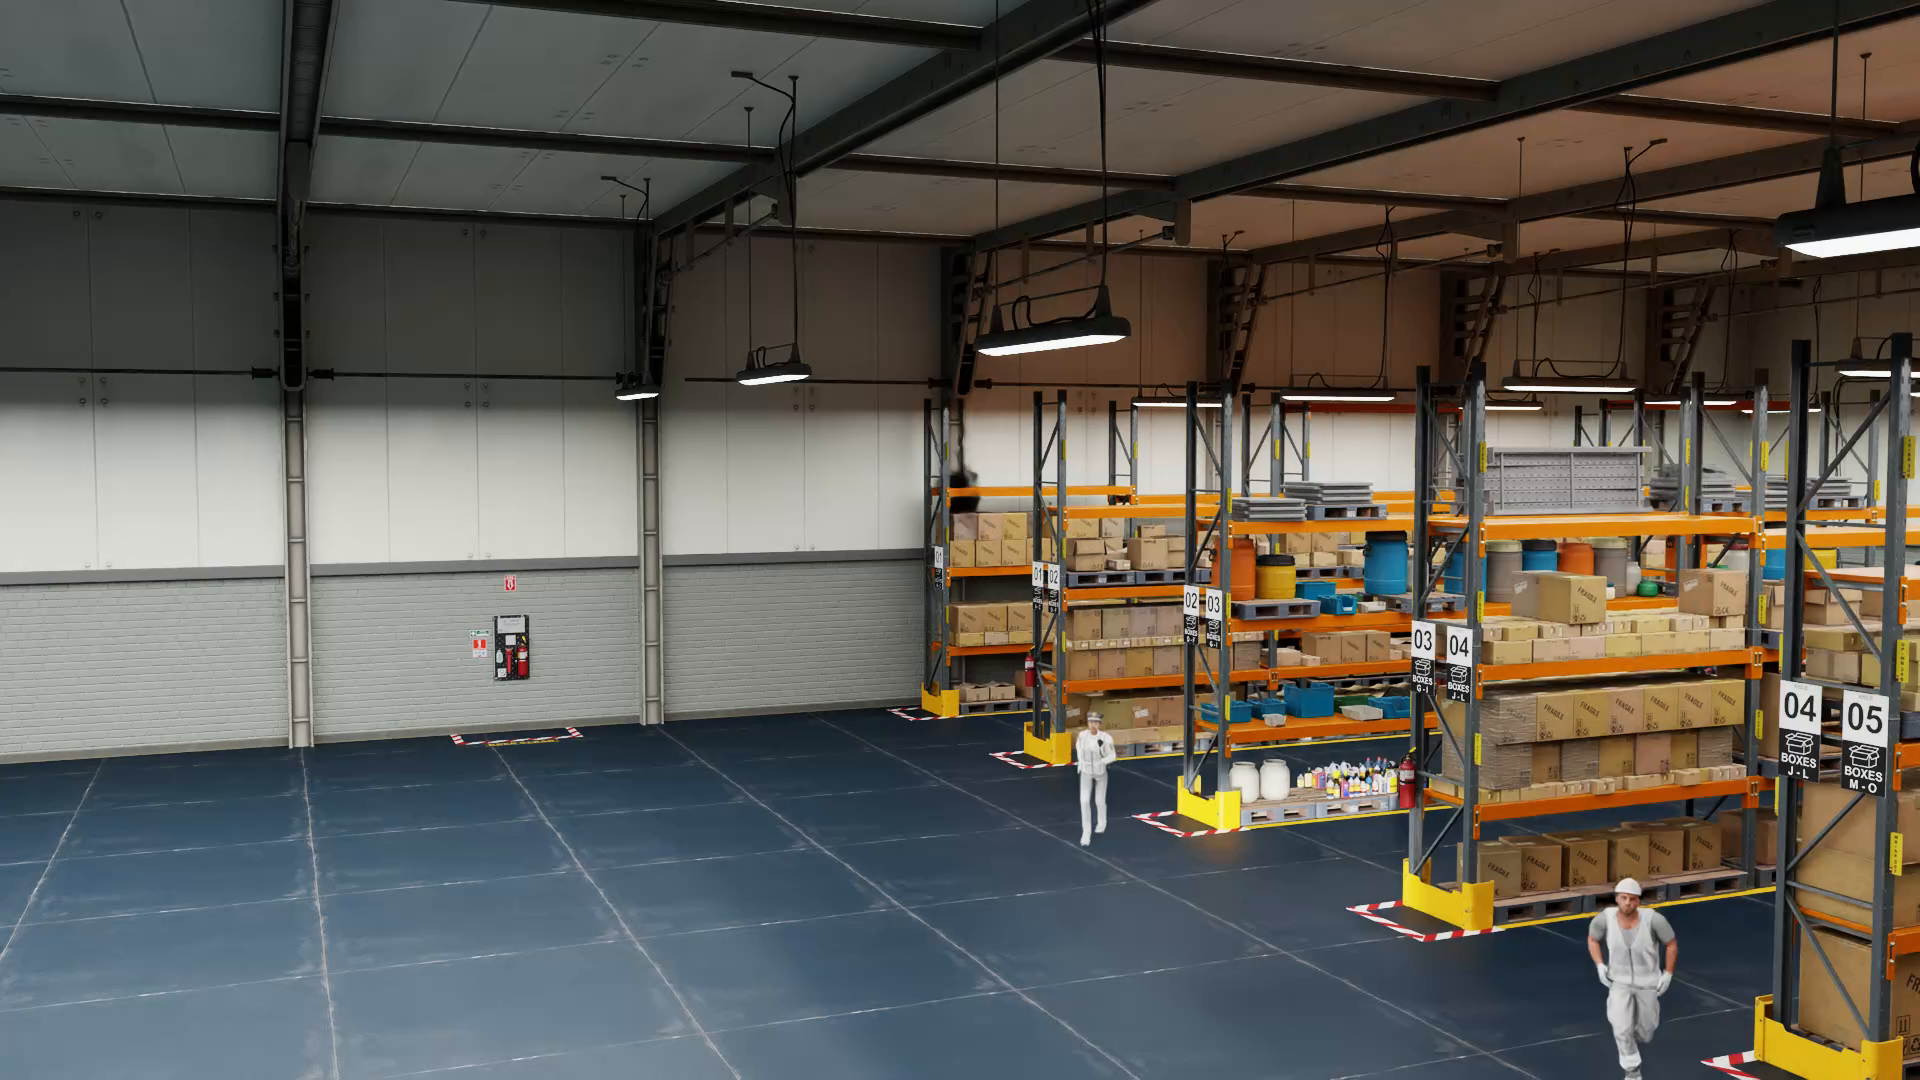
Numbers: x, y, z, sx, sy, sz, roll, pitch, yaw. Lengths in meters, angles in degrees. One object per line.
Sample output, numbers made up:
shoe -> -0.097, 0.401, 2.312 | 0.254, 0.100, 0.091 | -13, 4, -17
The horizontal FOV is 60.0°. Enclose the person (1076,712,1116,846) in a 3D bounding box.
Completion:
person -> 1.760, 3.059, 21.586 | 0.551, 1.718, 0.813 | 1, 3, 11

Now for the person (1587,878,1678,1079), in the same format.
person -> 5.362, 3.531, 13.285 | 0.671, 1.762, 0.871 | 1, 4, 23
